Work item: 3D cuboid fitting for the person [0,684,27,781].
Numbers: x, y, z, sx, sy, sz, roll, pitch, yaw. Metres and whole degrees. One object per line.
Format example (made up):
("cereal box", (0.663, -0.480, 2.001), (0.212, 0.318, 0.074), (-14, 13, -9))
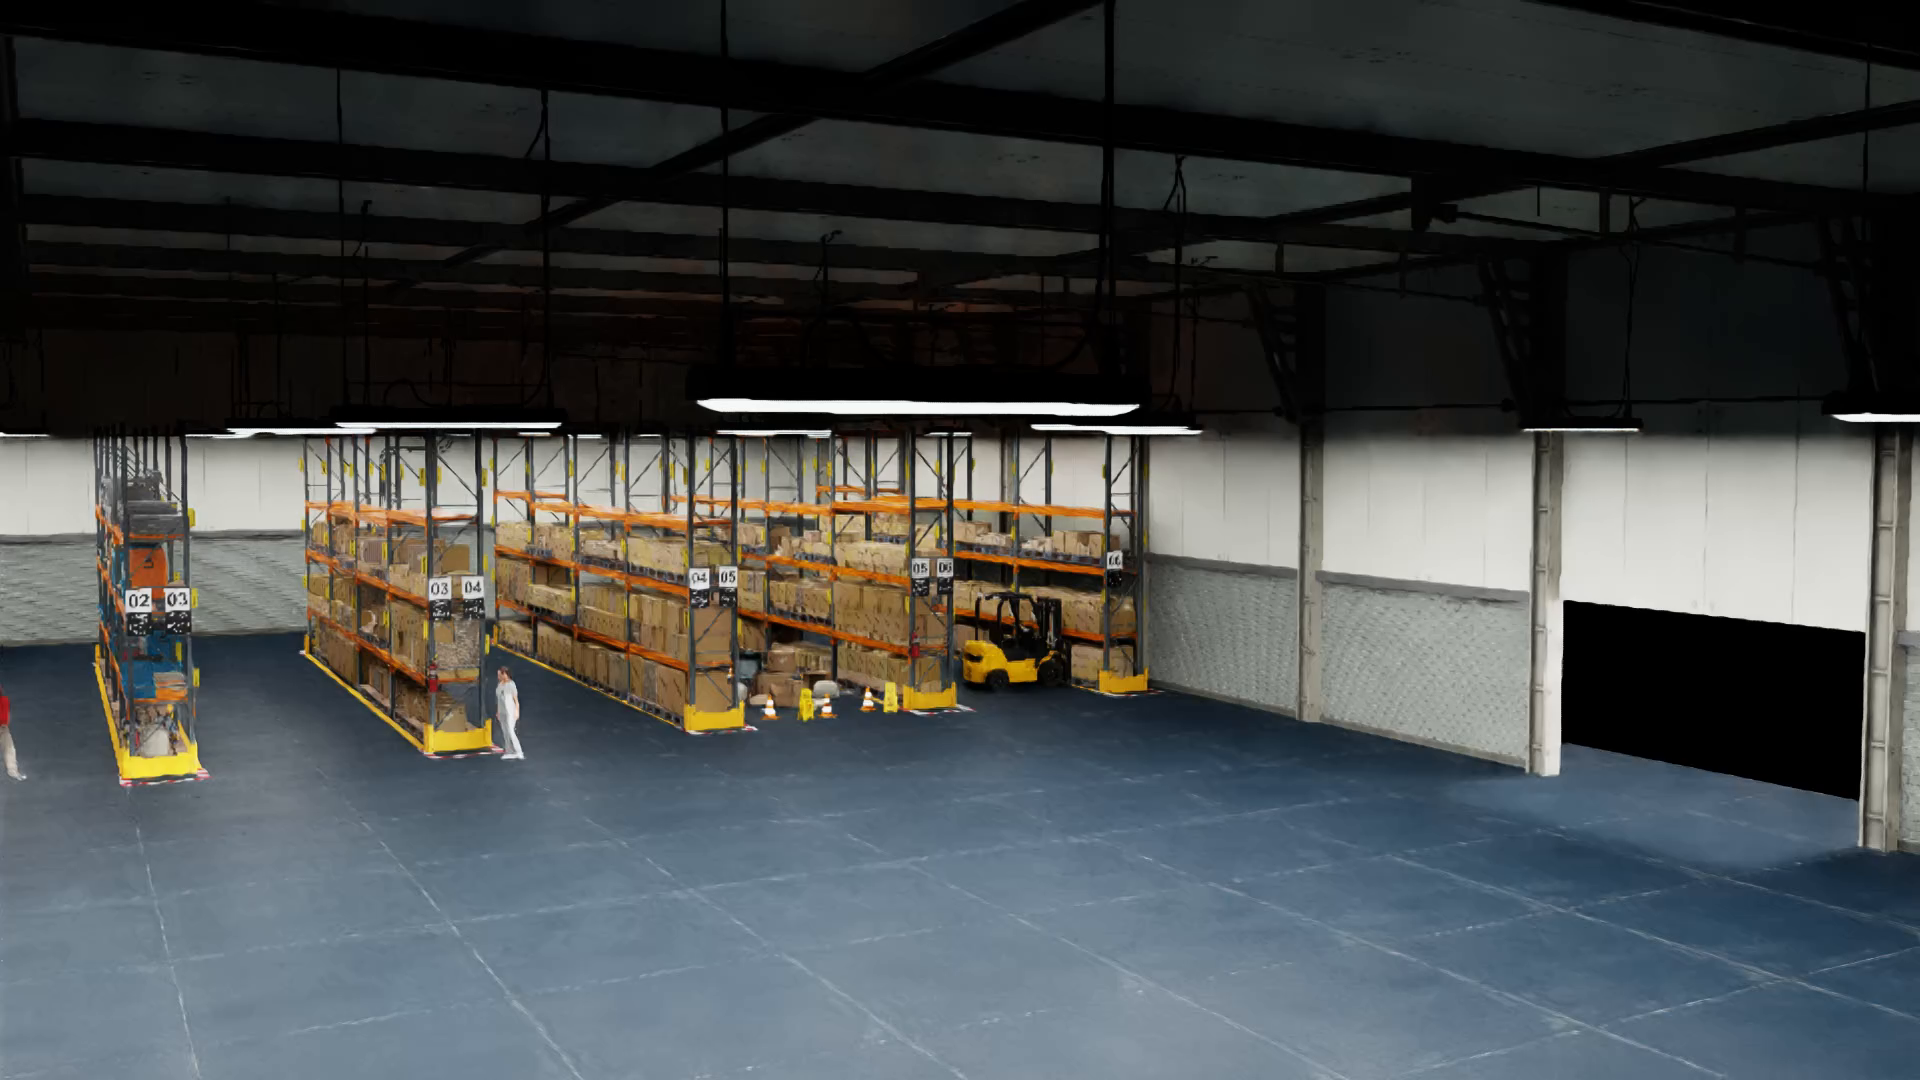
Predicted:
("person", (-16.100, 3.194, 27.699), (0.952, 1.689, 0.621), (2, 4, 35))

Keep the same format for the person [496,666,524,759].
("person", (-8.051, 3.080, 29.699), (0.570, 1.666, 0.379), (2, 4, 30))
